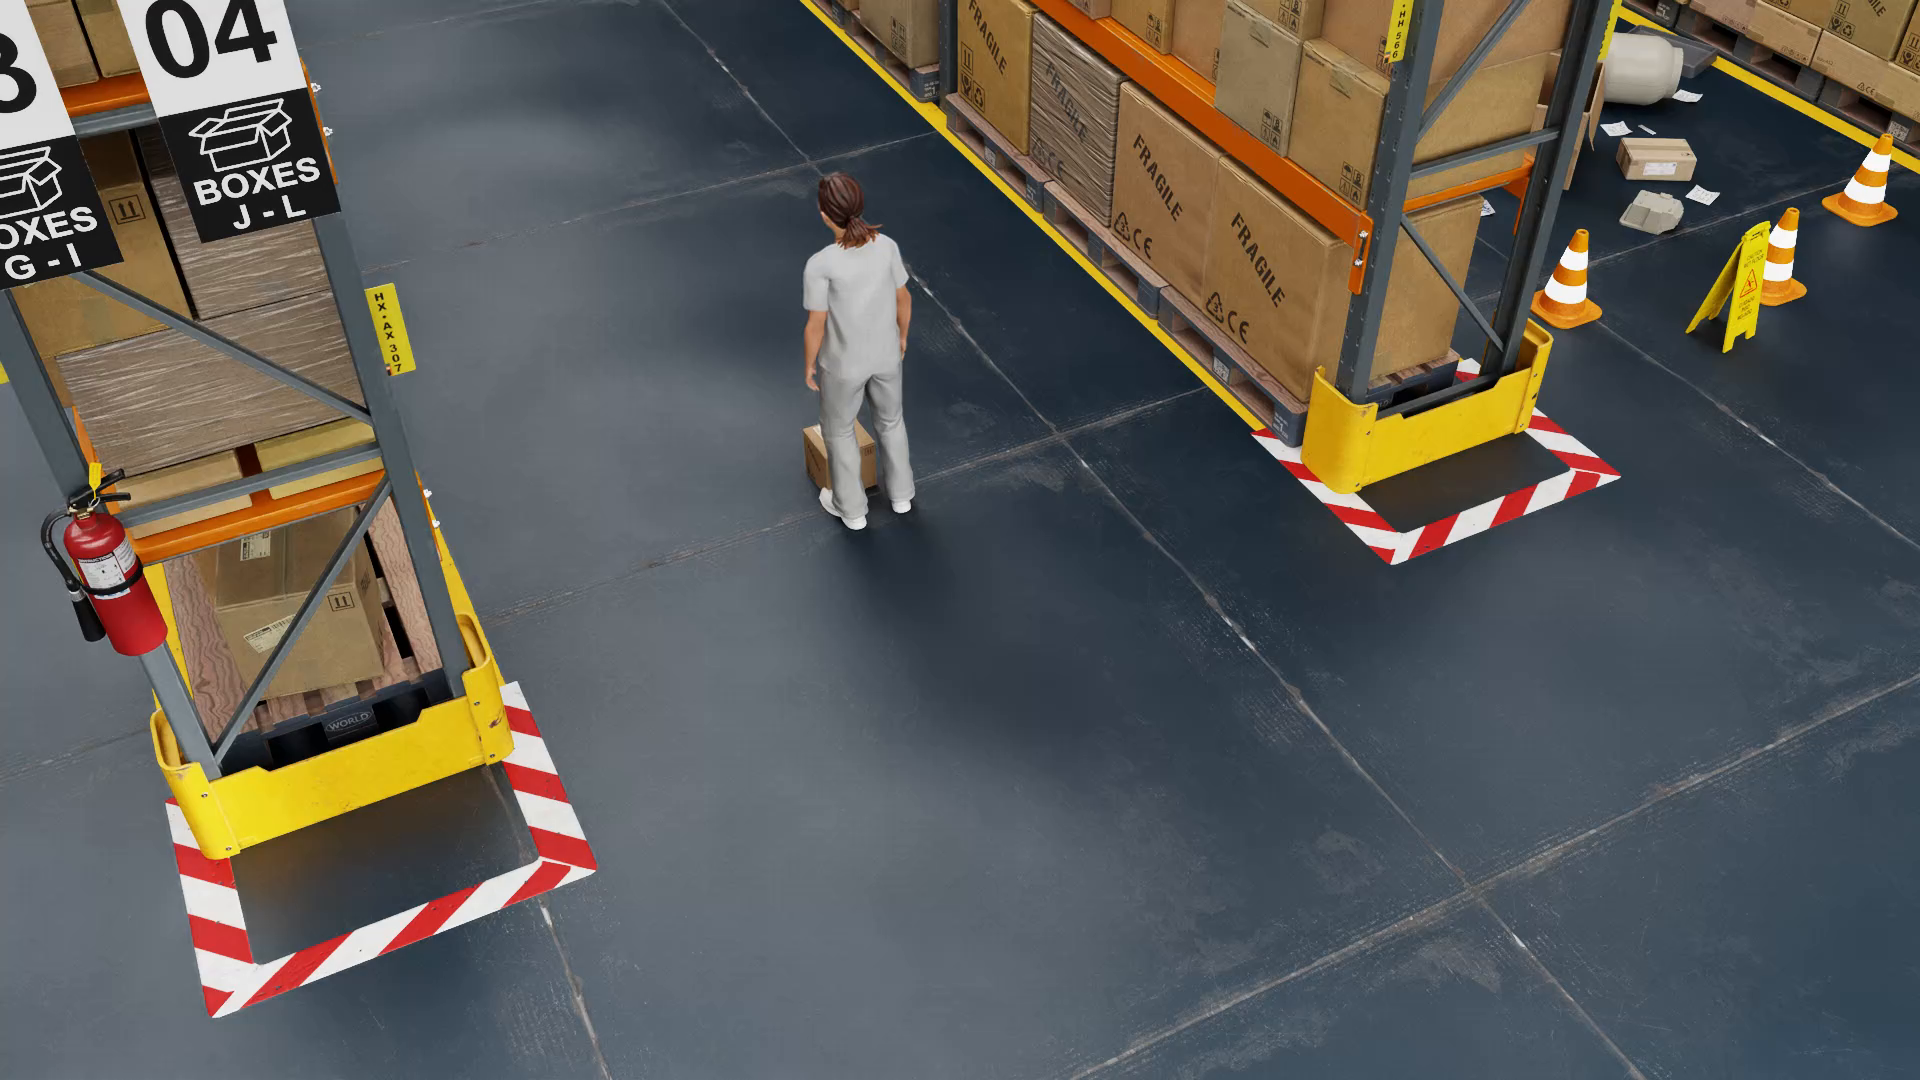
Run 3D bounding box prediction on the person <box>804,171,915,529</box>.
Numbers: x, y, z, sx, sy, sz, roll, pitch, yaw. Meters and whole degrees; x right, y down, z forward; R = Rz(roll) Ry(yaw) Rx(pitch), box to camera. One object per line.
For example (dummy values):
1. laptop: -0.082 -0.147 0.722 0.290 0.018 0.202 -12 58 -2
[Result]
1. person: -0.430 -0.773 7.039 0.493 1.669 0.353 -19 45 -21
